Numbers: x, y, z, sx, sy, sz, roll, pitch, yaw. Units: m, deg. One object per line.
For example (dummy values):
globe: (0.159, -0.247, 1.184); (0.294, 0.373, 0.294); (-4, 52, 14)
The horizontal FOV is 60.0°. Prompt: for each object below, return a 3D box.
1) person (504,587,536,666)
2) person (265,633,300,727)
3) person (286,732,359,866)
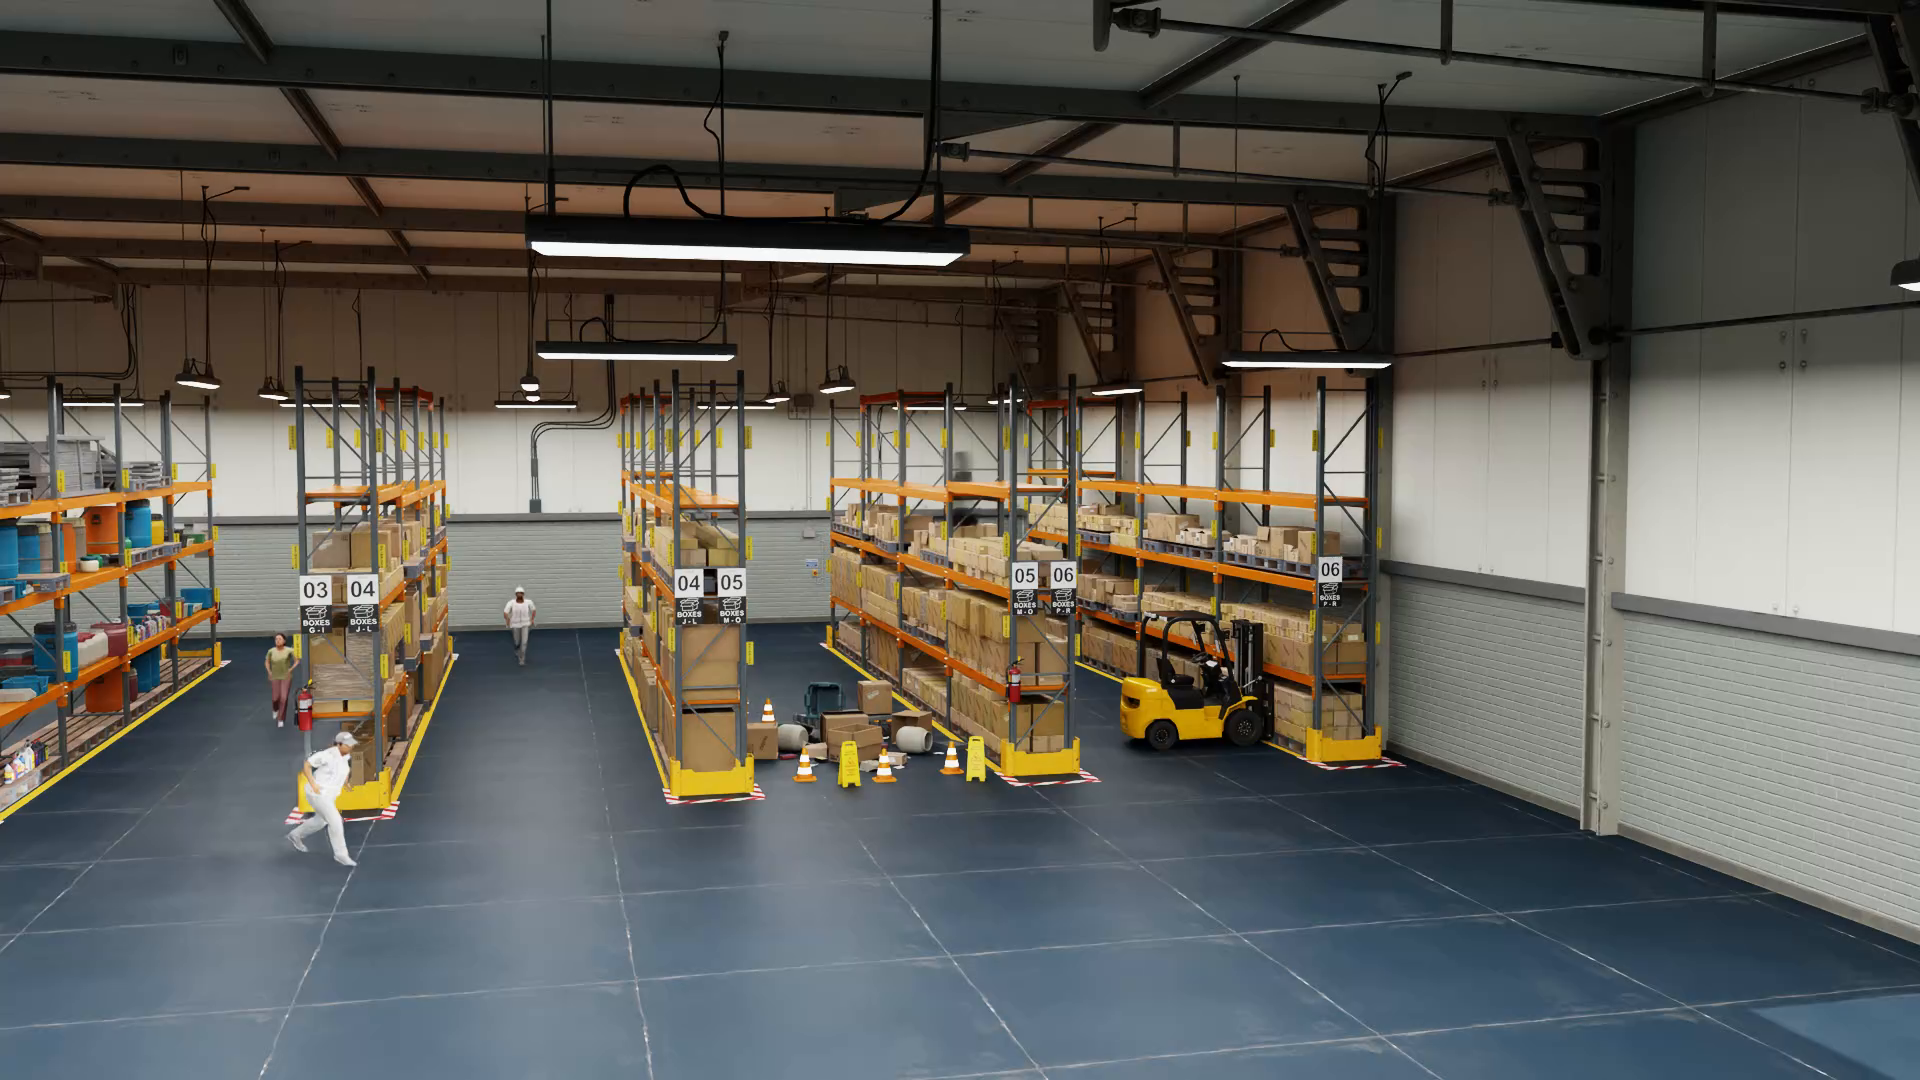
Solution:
person: (-9.839, 1.921, 37.232); (0.710, 1.738, 0.757); (-1, 4, -18)
person: (-11.917, 2.449, 29.250); (0.574, 1.639, 0.583); (-1, 4, -15)
person: (-7.573, 3.061, 19.690); (1.033, 1.627, 0.642); (1, 4, 19)
